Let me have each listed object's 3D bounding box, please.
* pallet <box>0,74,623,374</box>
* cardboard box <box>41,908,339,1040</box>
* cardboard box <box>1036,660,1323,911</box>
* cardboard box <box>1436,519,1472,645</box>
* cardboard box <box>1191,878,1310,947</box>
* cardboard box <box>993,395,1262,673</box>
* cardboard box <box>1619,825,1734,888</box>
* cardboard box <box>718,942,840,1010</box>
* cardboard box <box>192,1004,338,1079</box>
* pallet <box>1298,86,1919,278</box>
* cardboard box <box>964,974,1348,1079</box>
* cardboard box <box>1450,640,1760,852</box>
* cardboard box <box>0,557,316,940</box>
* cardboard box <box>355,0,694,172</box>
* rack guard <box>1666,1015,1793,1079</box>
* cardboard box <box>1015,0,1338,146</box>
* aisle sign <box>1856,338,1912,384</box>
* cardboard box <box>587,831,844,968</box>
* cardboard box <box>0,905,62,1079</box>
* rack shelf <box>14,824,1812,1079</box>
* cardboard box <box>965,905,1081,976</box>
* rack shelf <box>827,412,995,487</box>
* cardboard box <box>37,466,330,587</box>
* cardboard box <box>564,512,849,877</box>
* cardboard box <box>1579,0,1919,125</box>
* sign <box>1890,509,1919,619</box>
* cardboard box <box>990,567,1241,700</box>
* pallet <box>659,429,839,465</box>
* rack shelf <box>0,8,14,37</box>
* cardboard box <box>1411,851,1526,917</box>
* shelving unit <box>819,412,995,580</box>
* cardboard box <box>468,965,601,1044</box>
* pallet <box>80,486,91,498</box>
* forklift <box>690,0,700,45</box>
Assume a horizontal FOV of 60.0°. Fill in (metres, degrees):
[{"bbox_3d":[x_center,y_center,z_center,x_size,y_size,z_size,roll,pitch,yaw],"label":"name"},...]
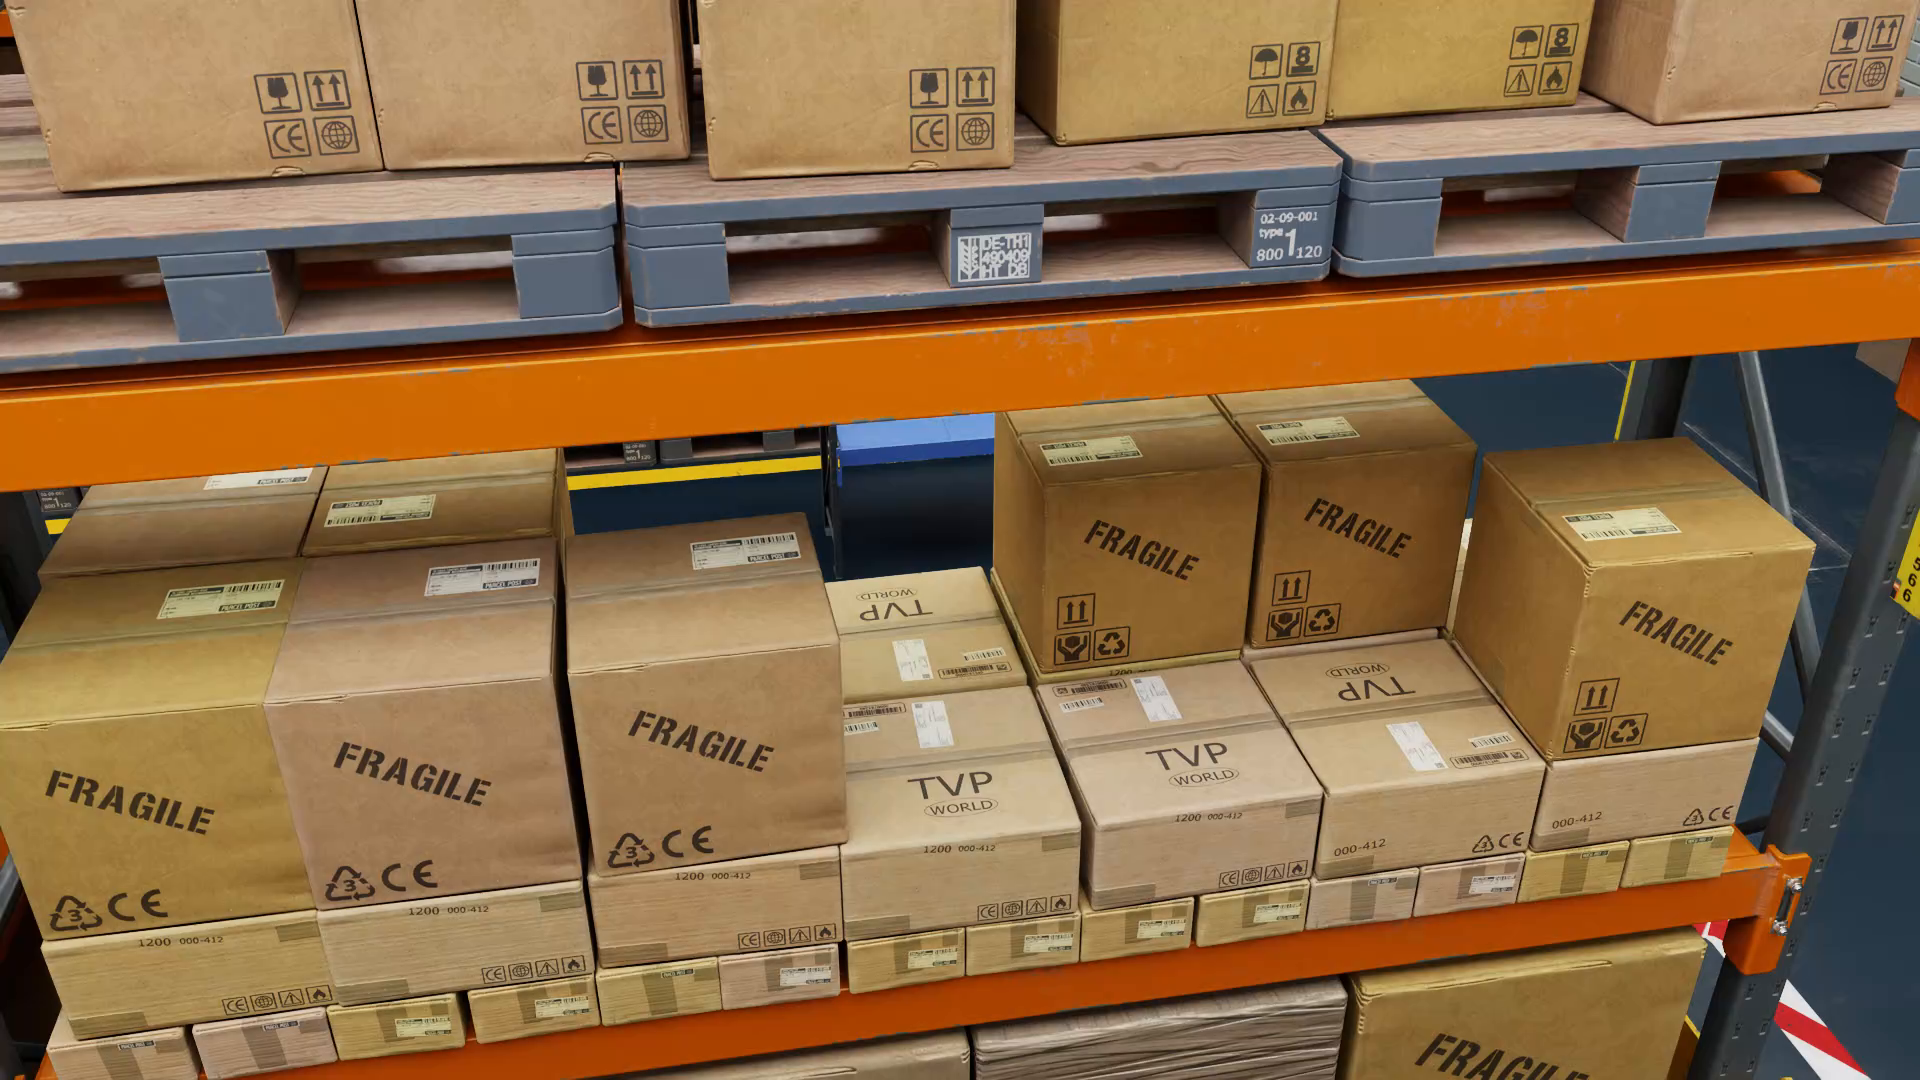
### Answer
[{"bbox_3d":[-1.227,-0.628,2.988,1.213,0.211,1.003,-5,31,-9],"label":"pallet"},{"bbox_3d":[-1.525,0.720,3.421,0.500,0.250,0.500,-6,31,-10],"label":"cardboard box"},{"bbox_3d":[0.472,0.536,3.733,0.500,0.250,0.500,-6,31,-11],"label":"cardboard box"},{"bbox_3d":[1.380,0.176,4.345,0.500,0.250,0.500,-6,31,-10],"label":"cardboard box"},{"bbox_3d":[0.605,0.730,3.798,0.250,0.149,0.380,-6,31,-10],"label":"cardboard box"},{"bbox_3d":[0.380,-0.051,3.992,0.500,0.500,0.500,-6,31,-10],"label":"cardboard box"},{"bbox_3d":[1.610,0.636,3.958,0.250,0.149,0.380,-5,31,-8],"label":"cardboard box"},{"bbox_3d":[-0.408,0.824,3.637,0.250,0.149,0.380,-5,31,-8],"label":"cardboard box"},{"bbox_3d":[-1.425,0.919,3.476,0.250,0.149,0.380,-6,31,-11],"label":"cardboard box"},{"bbox_3d":[1.173,-0.851,3.367,1.213,0.211,1.003,-5,31,-9],"label":"pallet"},{"bbox_3d":[0.391,1.247,4.352,0.875,0.875,0.875,-5,31,-9],"label":"cardboard box"},{"bbox_3d":[1.472,0.444,3.891,0.500,0.250,0.500,-6,31,-10],"label":"cardboard box"},{"bbox_3d":[-1.517,0.393,3.237,0.500,0.500,0.500,-5,31,-9],"label":"cardboard box"},{"bbox_3d":[-0.745,-1.013,2.942,0.500,0.500,0.700,-4,31,-6],"label":"cardboard box"},{"bbox_3d":[1.924,1.406,4.866,0.348,0.500,1.175,-5,31,-9],"label":"rack guard"},{"bbox_3d":[0.324,-1.093,3.078,0.500,0.500,0.700,-7,31,-12],"label":"cardboard box"},{"bbox_3d":[2.026,-0.647,3.326,0.004,0.787,0.394,-5,31,-9],"label":"aisle sign"},{"bbox_3d":[-0.526,0.627,3.579,0.500,0.250,0.500,-5,31,-8],"label":"cardboard box"},{"bbox_3d":[-2.660,1.499,3.923,0.875,0.875,1.225,-5,31,-9],"label":"cardboard box"},{"bbox_3d":[-0.067,0.823,4.100,4.000,0.370,1.077,-5,31,-9],"label":"rack shelf"},{"bbox_3d":[0.106,0.775,3.720,0.250,0.149,0.380,-5,31,-8],"label":"cardboard box"},{"bbox_3d":[-0.084,-0.484,7.448,1.000,0.185,0.538,-5,31,-9],"label":"rack shelf"},{"bbox_3d":[-1.630,0.134,3.678,0.500,0.500,0.500,-4,31,-7],"label":"cardboard box"},{"bbox_3d":[-0.520,0.302,3.392,0.500,0.500,0.500,-6,31,-10],"label":"cardboard box"},{"bbox_3d":[1.399,-1.155,3.185,0.500,0.500,0.700,-7,31,-12],"label":"cardboard box"},{"bbox_3d":[1.985,0.001,3.413,0.005,0.325,0.100,-5,31,-9],"label":"sign"},{"bbox_3d":[0.375,0.271,4.184,0.500,0.250,0.500,-6,31,-11],"label":"cardboard box"},{"bbox_3d":[-1.007,-0.771,8.853,1.213,0.211,1.003,-5,31,-9],"label":"pallet"},{"bbox_3d":[-5.782,-3.751,11.880,4.000,0.370,1.077,-5,31,-9],"label":"rack shelf"},{"bbox_3d":[1.106,0.683,3.878,0.250,0.149,0.380,-5,31,-9],"label":"cardboard box"},{"bbox_3d":[-0.084,-0.639,7.357,1.048,1.500,0.538,-5,31,-9],"label":"shelving unit"},{"bbox_3d":[-0.907,0.870,3.559,0.250,0.149,0.380,-6,31,-10],"label":"cardboard box"},{"bbox_3d":[-3.692,-0.522,8.429,1.213,0.211,1.003,-5,31,-9],"label":"pallet"},{"bbox_3d":[-1.874,-2.776,9.579,3.031,2.935,1.130,-3,31,-4],"label":"forklift"}]
